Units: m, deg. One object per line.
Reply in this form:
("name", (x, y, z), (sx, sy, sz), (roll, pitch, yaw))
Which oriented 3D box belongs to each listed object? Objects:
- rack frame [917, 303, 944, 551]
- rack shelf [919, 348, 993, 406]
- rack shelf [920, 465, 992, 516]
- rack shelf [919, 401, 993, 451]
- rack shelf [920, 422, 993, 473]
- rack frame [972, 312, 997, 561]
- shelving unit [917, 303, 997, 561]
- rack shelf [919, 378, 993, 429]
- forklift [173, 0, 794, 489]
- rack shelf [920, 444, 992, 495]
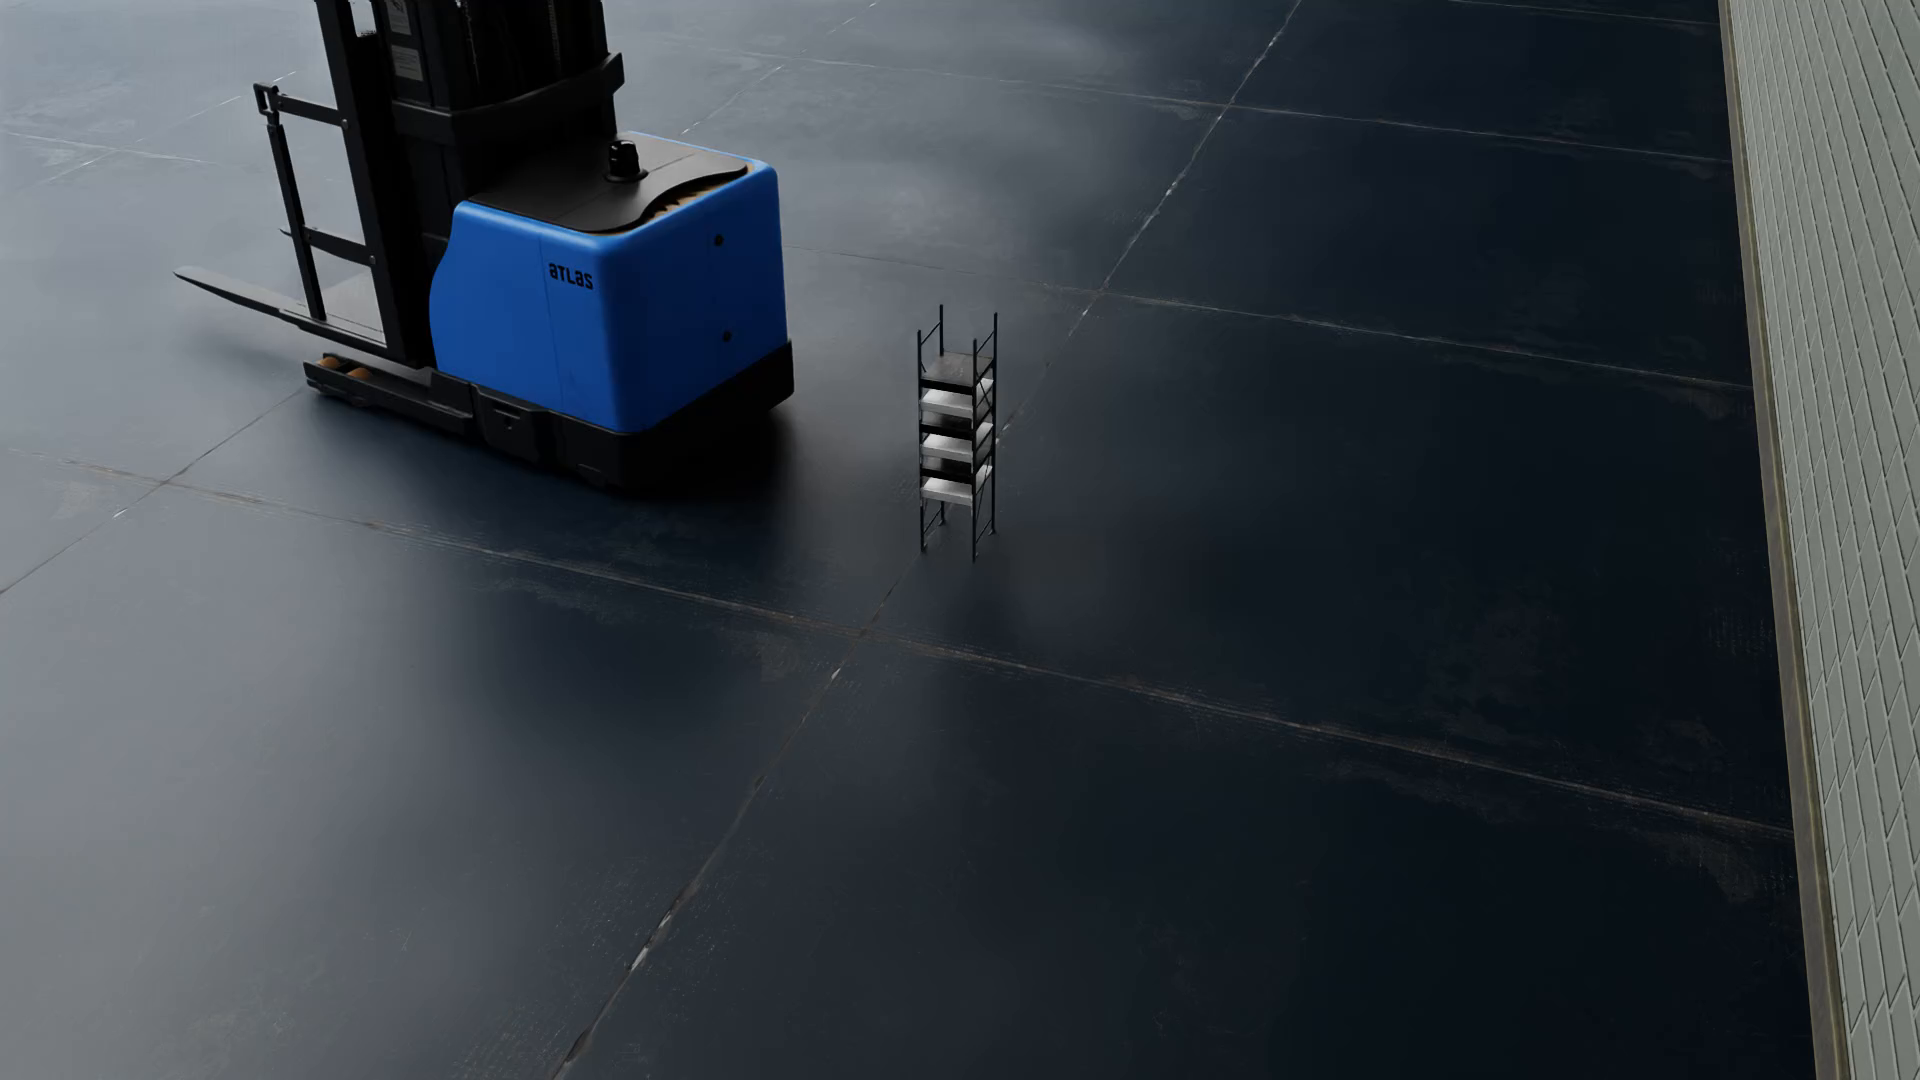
("rack frame", (-0.103, -0.398, 6.037), (0.006, 0.900, 0.240), (11, 34, 16))
("rack shelf", (-0.008, -0.578, 5.880), (0.200, 0.077, 0.258), (11, 34, 16))
("rack shelf", (-0.008, -0.200, 6.124), (0.200, 0.077, 0.258), (11, 34, 16))
("rack shelf", (-0.008, -0.427, 5.977), (0.200, 0.077, 0.258), (11, 34, 16))
("rack shelf", (-0.008, -0.352, 6.026), (0.200, 0.077, 0.258), (11, 34, 16))
("rack frame", (0.088, -0.361, 5.979), (0.006, 0.900, 0.240), (11, 34, 16))
("shelving unit", (-0.008, -0.380, 6.008), (0.210, 0.900, 0.258), (11, 34, 16))
("rack shelf", (-0.008, -0.503, 5.929), (0.200, 0.077, 0.258), (11, 34, 16))
("forklift", (-2.230, -2.022, 6.680), (3.031, 2.935, 1.130), (19, 37, 26))
("rack shelf", (-0.008, -0.276, 6.075), (0.200, 0.077, 0.258), (11, 34, 16))
